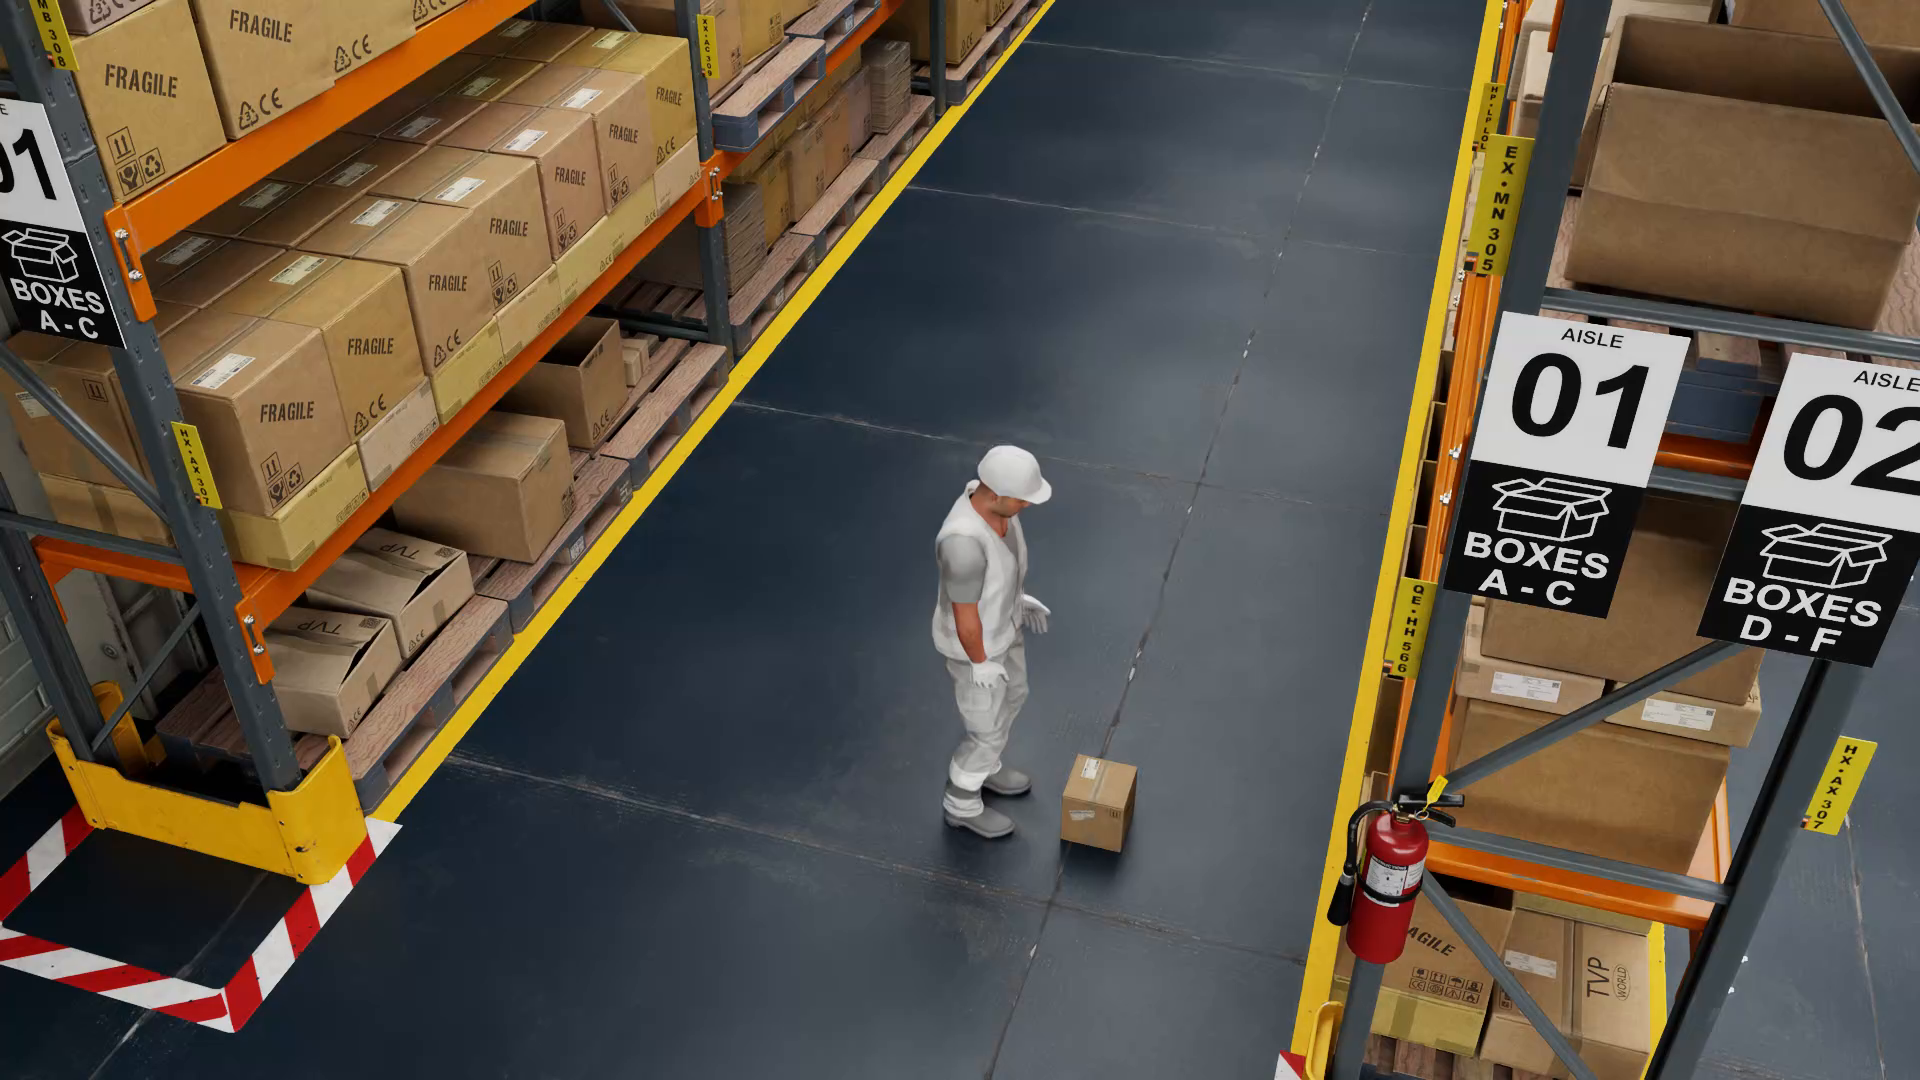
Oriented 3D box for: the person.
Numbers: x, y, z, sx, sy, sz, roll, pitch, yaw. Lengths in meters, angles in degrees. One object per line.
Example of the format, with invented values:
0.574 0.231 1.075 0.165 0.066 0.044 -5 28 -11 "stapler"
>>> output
0.124 0.369 6.404 0.414 1.757 0.536 11 38 15 "person"
